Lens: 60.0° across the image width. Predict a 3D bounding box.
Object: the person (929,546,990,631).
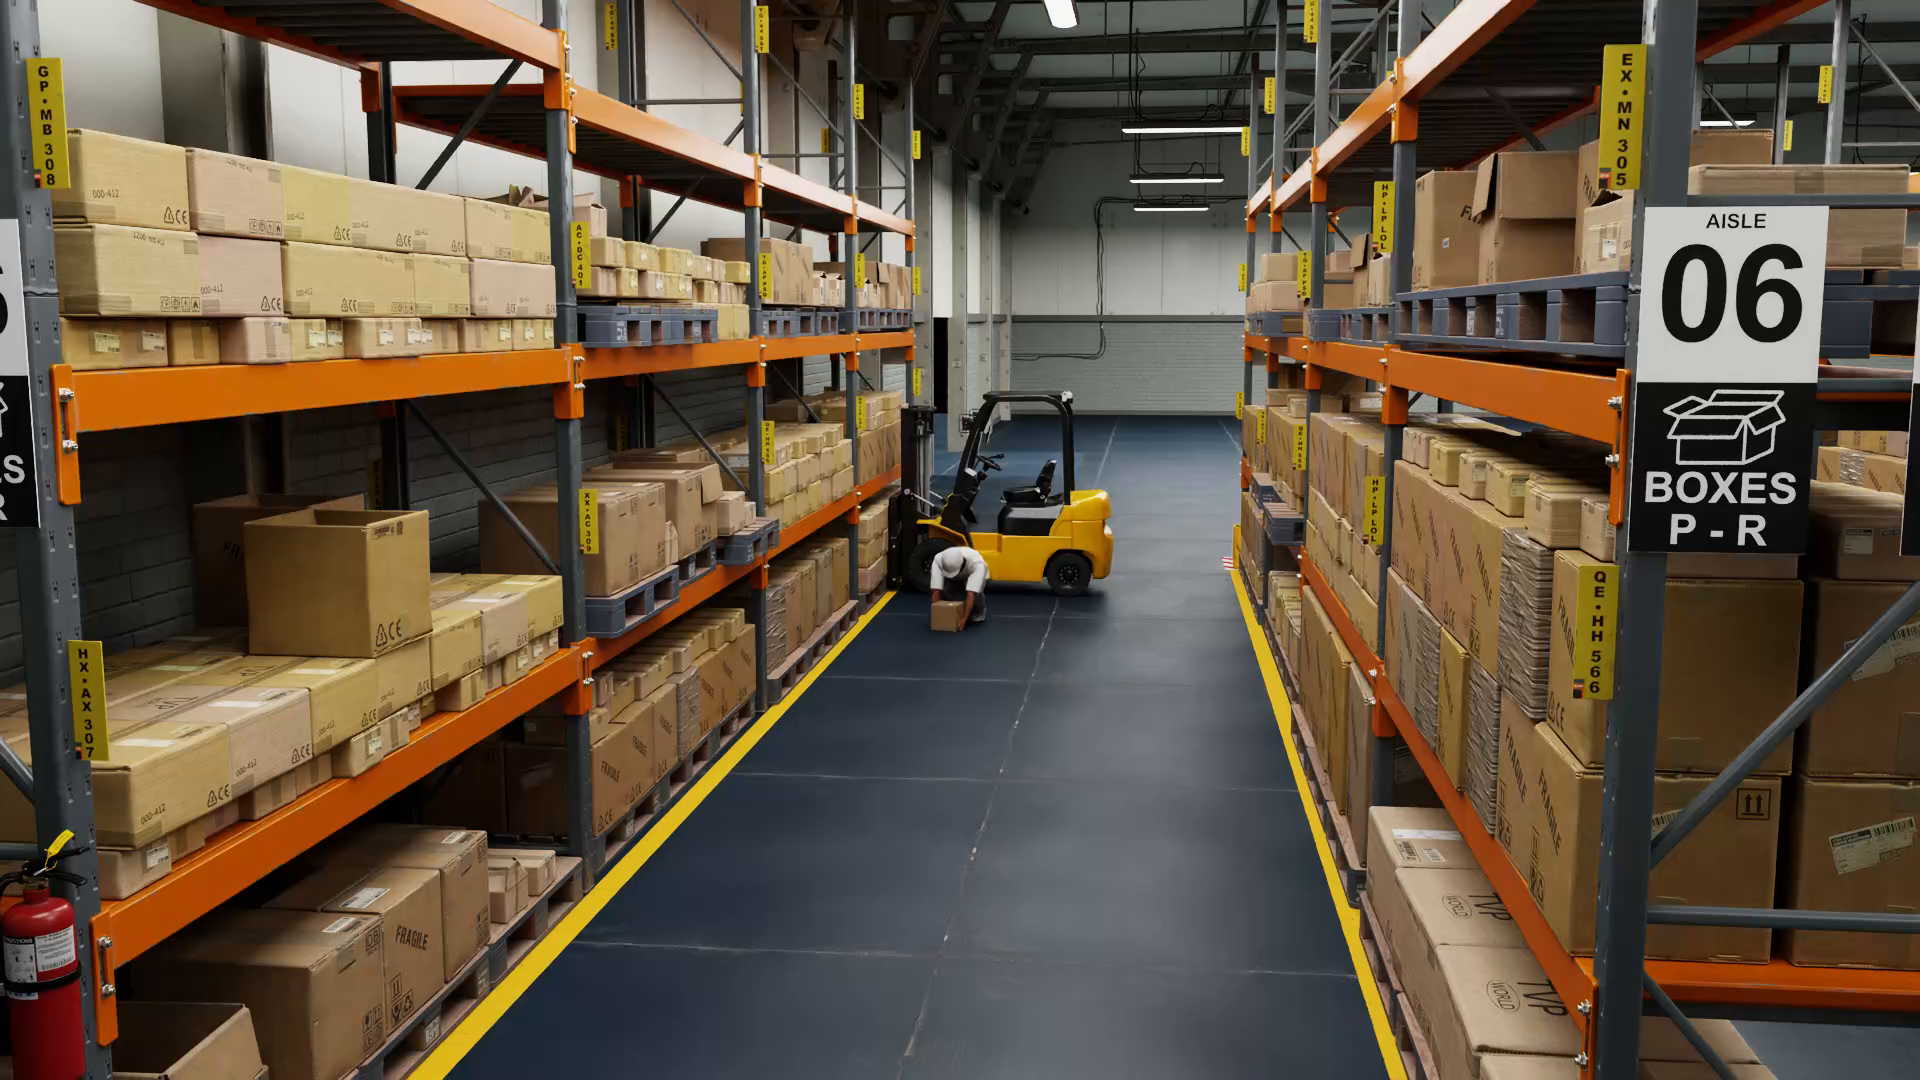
[{"bbox_3d":[0.018,0.459,16.225,0.534,0.869,0.942,3,8,19],"label":"person"}]
